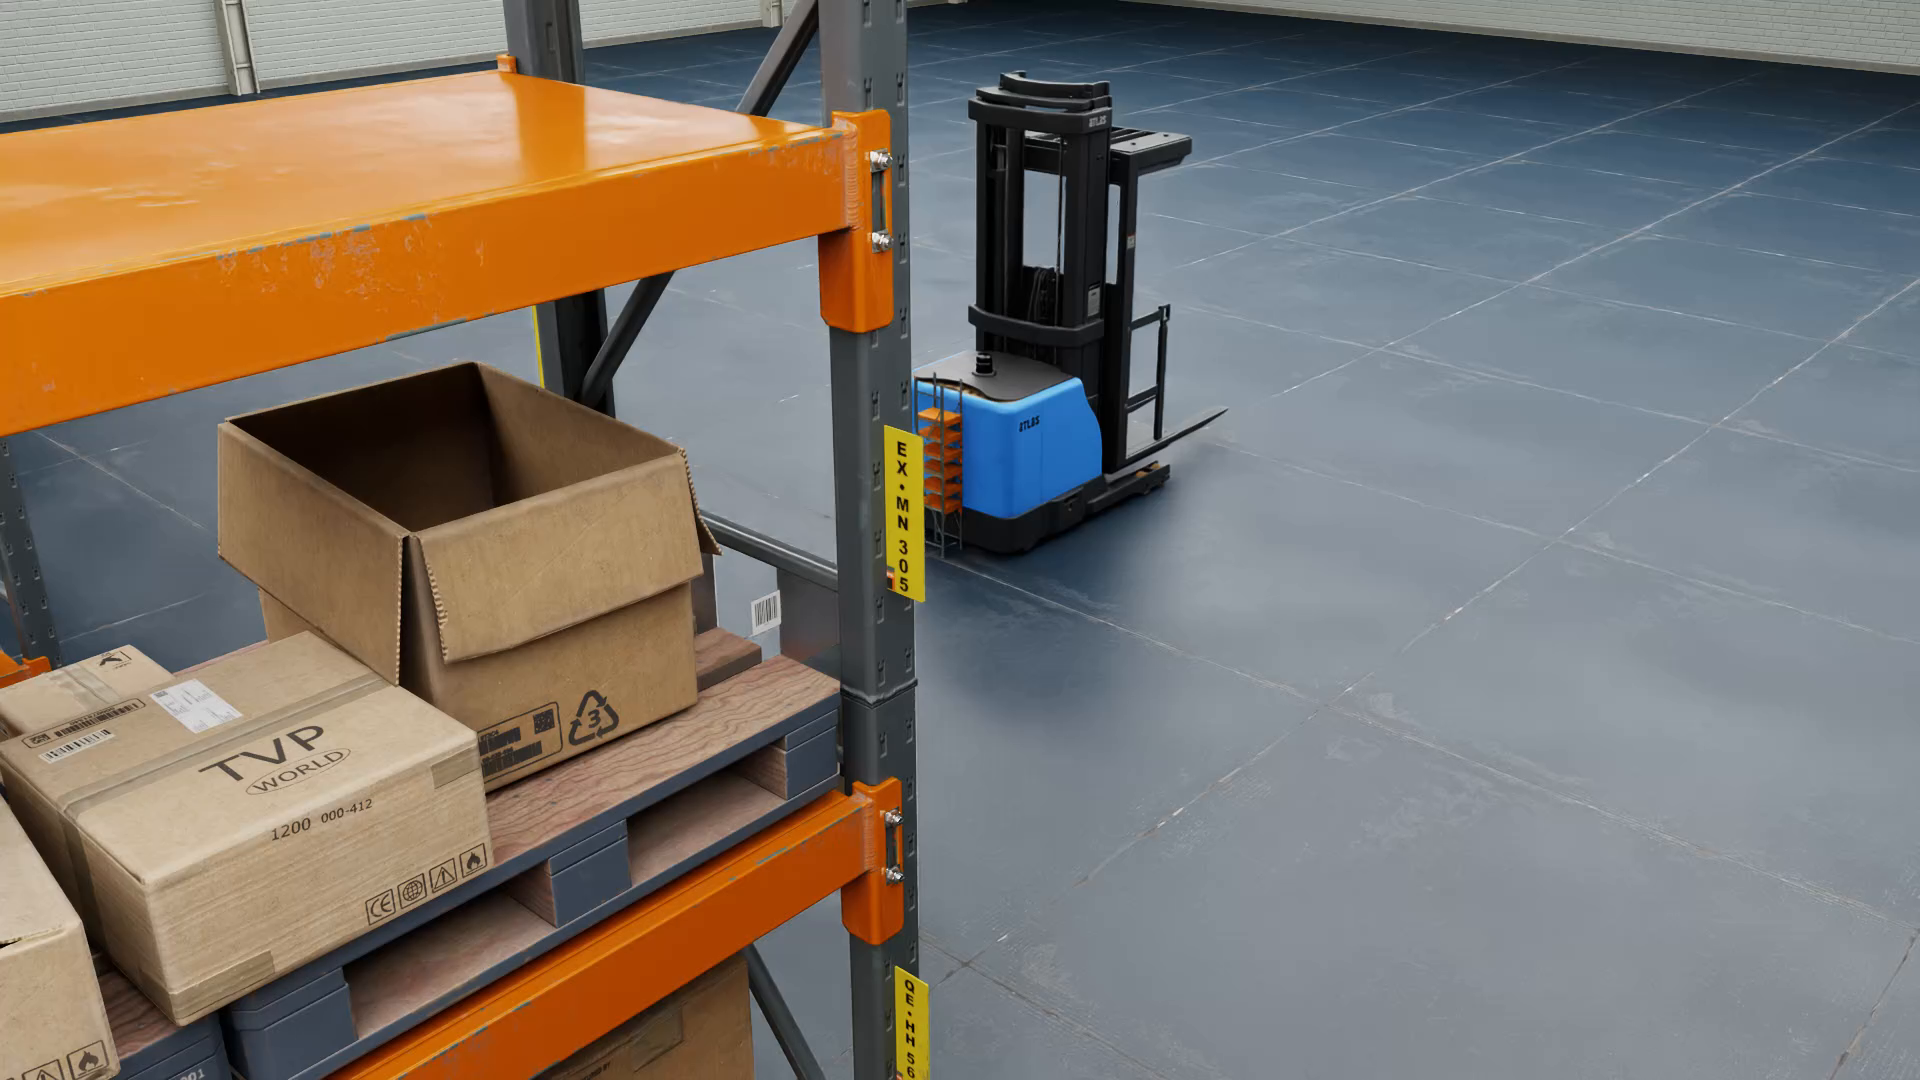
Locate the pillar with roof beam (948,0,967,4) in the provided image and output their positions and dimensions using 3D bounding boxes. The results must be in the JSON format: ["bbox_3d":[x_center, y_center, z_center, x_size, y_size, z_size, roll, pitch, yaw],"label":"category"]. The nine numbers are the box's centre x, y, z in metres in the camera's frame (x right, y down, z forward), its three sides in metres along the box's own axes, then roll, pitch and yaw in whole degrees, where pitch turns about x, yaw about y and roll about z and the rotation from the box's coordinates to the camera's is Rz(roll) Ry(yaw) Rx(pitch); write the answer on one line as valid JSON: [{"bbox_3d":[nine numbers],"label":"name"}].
[{"bbox_3d":[3.141,-15.964,35.856,9.100,9.000,0.400,20,31,38],"label":"pillar with roof beam"}]

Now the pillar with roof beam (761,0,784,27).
[{"bbox_3d":[-0.864,-14.136,31.779,9.100,9.000,0.400,20,31,38],"label":"pillar with roof beam"}]

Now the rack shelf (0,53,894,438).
[{"bbox_3d":[-1.833,-0.079,1.796,1.077,0.370,4.000,20,31,38],"label":"rack shelf"}]

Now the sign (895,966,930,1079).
[{"bbox_3d":[-0.103,1.054,3.528,0.100,0.325,0.005,20,31,38],"label":"sign"}]

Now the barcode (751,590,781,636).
[{"bbox_3d":[-0.340,0.128,2.922,0.001,0.075,0.075,20,31,38],"label":"barcode"}]

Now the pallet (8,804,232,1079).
[{"bbox_3d":[-1.803,0.792,2.260,1.003,0.211,1.213,20,31,38],"label":"pallet"}]

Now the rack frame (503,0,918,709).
[{"bbox_3d":[-0.498,-1.199,2.926,1.000,3.000,0.127,20,31,38],"label":"rack frame"}]

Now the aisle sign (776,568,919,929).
[{"bbox_3d":[-0.236,0.412,3.487,0.394,0.787,0.004,20,31,38],"label":"aisle sign"}]

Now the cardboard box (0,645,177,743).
[{"bbox_3d":[-1.415,0.339,2.784,0.380,0.149,0.250,20,31,38],"label":"cardboard box"}]

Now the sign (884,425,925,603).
[{"bbox_3d":[-0.103,-0.046,3.035,0.100,0.325,0.005,20,31,38],"label":"sign"}]

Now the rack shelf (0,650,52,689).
[{"bbox_3d":[-5.519,1.122,5.960,1.077,0.370,4.000,20,31,38],"label":"rack shelf"}]

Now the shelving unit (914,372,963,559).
[{"bbox_3d":[-0.138,-0.480,10.854,0.258,1.200,0.189,19,30,36],"label":"shelving unit"}]

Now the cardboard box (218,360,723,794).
[{"bbox_3d":[-0.885,0.041,3.016,0.637,0.503,0.797,-22,32,-39],"label":"cardboard box"}]

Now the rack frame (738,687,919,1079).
[{"bbox_3d":[-0.498,1.538,4.153,1.000,3.000,0.127,20,31,38],"label":"rack frame"}]

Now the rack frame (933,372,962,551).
[{"bbox_3d":[-0.079,-0.509,10.918,0.240,1.200,0.006,19,30,36],"label":"rack frame"}]

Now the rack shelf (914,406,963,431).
[{"bbox_3d":[-0.138,-0.768,10.725,0.258,0.103,0.180,19,30,36],"label":"rack shelf"}]

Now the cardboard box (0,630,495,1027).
[{"bbox_3d":[-1.070,0.405,2.512,0.500,0.250,0.500,20,31,38],"label":"cardboard box"}]

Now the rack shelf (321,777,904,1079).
[{"bbox_3d":[-1.833,1.107,2.328,1.077,0.370,4.000,20,31,38],"label":"rack shelf"}]

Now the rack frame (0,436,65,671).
[{"bbox_3d":[-4.184,0.184,7.172,1.000,3.000,0.127,20,31,38],"label":"rack frame"}]

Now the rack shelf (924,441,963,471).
[{"bbox_3d":[-0.138,-0.549,10.823,0.258,0.103,0.180,19,30,36],"label":"rack shelf"}]

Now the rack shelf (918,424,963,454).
[{"bbox_3d":[-0.138,-0.658,10.774,0.258,0.103,0.180,19,30,36],"label":"rack shelf"}]

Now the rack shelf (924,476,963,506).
[{"bbox_3d":[-0.138,-0.330,10.921,0.258,0.103,0.180,19,30,36],"label":"rack shelf"}]

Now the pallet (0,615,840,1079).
[{"bbox_3d":[-0.989,0.418,3.093,1.003,0.211,1.213,20,31,38],"label":"pallet"}]

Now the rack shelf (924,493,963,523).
[{"bbox_3d":[-0.138,-0.220,10.970,0.258,0.103,0.180,19,30,36],"label":"rack shelf"}]

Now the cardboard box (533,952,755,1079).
[{"bbox_3d":[-0.855,1.055,3.522,0.700,0.500,0.500,20,31,38],"label":"cardboard box"}]

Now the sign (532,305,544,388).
[{"bbox_3d":[-0.907,-0.419,3.686,0.100,0.325,0.005,20,31,38],"label":"sign"}]

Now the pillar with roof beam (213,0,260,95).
[{"bbox_3d":[-8.873,-10.480,23.625,9.100,9.000,0.400,20,31,38],"label":"pillar with roof beam"}]

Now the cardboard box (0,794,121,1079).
[{"bbox_3d":[-1.441,0.547,2.122,0.500,0.311,0.500,-20,31,-37],"label":"cardboard box"}]

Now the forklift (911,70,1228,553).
[{"bbox_3d":[0.876,-1.783,11.643,1.130,2.935,3.031,19,30,36],"label":"forklift"}]

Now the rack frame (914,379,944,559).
[{"bbox_3d":[-0.197,-0.451,10.790,0.240,1.200,0.006,19,30,36],"label":"rack frame"}]

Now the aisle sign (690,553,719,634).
[{"bbox_3d":[-0.682,0.248,3.852,0.394,0.787,0.004,20,31,38],"label":"aisle sign"}]

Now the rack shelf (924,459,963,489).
[{"bbox_3d":[-0.138,-0.439,10.872,0.258,0.103,0.180,19,30,36],"label":"rack shelf"}]
